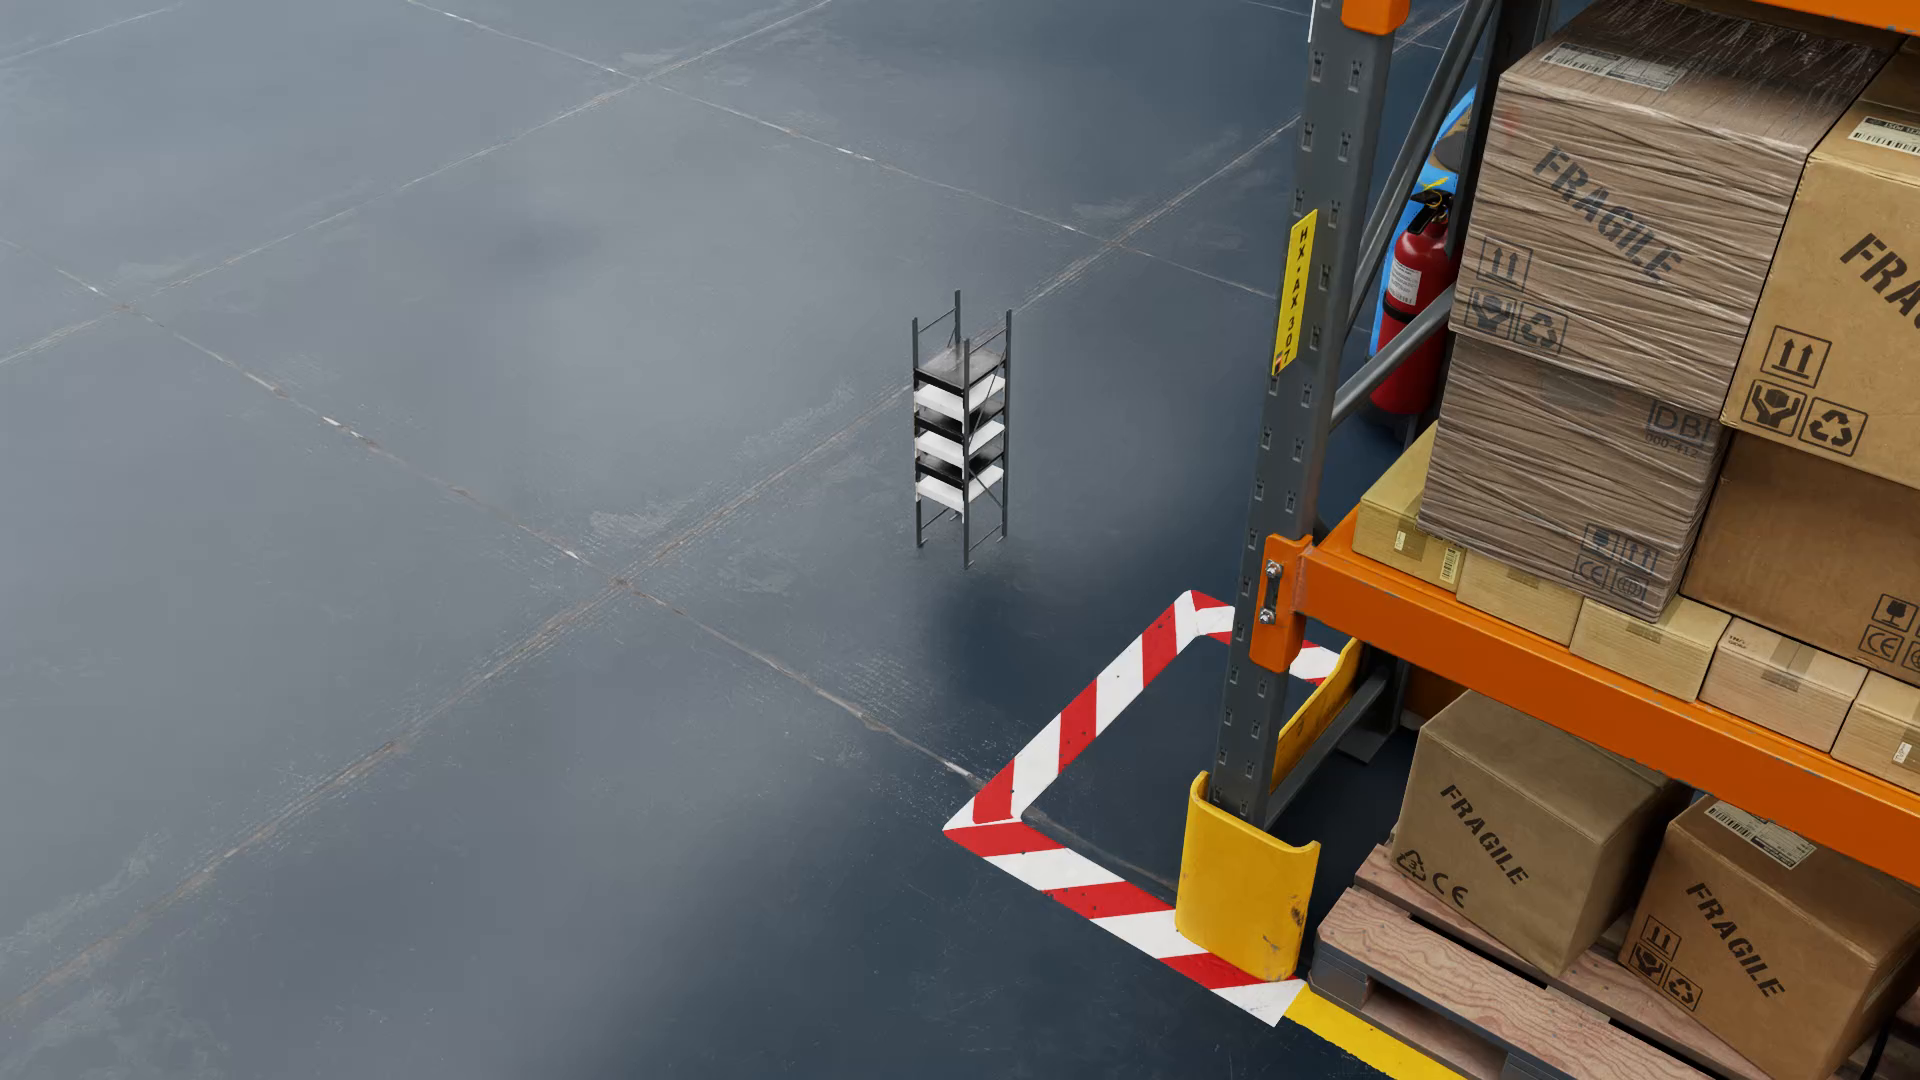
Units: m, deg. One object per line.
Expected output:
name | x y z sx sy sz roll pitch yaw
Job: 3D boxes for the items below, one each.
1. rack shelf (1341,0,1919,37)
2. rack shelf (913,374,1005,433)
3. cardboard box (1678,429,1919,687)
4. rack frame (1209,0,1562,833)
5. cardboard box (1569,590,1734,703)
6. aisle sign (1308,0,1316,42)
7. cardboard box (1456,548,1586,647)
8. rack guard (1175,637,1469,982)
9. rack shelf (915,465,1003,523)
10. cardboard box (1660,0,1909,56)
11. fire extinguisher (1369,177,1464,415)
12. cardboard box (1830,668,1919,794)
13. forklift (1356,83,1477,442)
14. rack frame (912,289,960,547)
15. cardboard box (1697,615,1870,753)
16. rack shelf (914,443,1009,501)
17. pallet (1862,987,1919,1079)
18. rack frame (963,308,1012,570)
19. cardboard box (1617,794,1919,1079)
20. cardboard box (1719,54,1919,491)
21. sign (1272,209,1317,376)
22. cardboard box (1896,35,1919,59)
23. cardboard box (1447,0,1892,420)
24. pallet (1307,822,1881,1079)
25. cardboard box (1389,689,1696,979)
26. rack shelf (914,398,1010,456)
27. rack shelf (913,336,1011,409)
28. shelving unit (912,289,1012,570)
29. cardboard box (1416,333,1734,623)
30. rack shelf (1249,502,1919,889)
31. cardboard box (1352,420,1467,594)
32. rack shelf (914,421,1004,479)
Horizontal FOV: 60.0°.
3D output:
rack shelf | 2.567 -0.551 2.170 4.000 0.370 1.077 25 45 29
rack shelf | 0.006 -0.467 5.378 0.200 0.077 0.258 25 45 29
cardboard box | 1.869 -0.210 3.263 0.500 0.500 0.875 25 45 29
rack frame | 0.979 -0.402 3.830 0.127 3.000 1.000 25 45 29
cardboard box | 1.437 0.125 3.361 0.250 0.149 0.380 25 45 29
aisle sign | 0.747 -1.302 2.871 0.004 0.787 0.394 25 45 29
cardboard box | 1.247 0.024 3.490 0.250 0.149 0.380 25 45 29
rack guard | 1.039 0.611 4.564 0.348 0.500 1.175 25 45 29
rack shelf | 0.006 -0.183 5.600 0.200 0.077 0.258 25 45 29
cardboard box | 1.566 -0.867 3.291 0.500 0.500 0.500 25 45 29
fire extinguisher | 1.168 -0.640 4.197 0.183 0.674 0.296 25 45 29
cardboard box | 1.842 0.305 3.131 0.250 0.149 0.380 25 45 29
forklift | 3.020 -1.363 5.114 3.031 2.935 1.130 20 42 24
rack frame | -0.074 -0.389 5.517 0.006 0.900 0.240 25 45 29
cardboard box | 1.648 0.208 3.255 0.250 0.149 0.380 25 45 29
rack shelf | 0.006 -0.254 5.545 0.200 0.077 0.258 25 45 29
pallet | 2.628 1.503 3.659 1.213 0.211 1.003 25 45 29
rack frame | 0.087 -0.313 5.420 0.006 0.900 0.240 25 45 29
cardboard box | 1.960 0.866 3.897 0.500 0.500 0.500 -25 45 -29
cardboard box | 1.643 -0.422 2.722 0.500 0.500 0.500 25 45 29
sign | 0.649 -0.477 3.224 0.005 0.325 0.100 25 45 29
cardboard box | 1.966 -0.683 3.055 0.500 0.500 0.500 25 45 29
cardboard box | 1.250 -0.613 2.966 0.500 0.500 0.500 25 45 29
pallet | 1.663 1.046 4.243 1.213 0.211 1.003 25 45 29
cardboard box | 1.465 0.659 4.162 0.500 0.500 0.500 -29 46 -32
rack shelf | 0.006 -0.396 5.434 0.200 0.077 0.258 25 45 29
rack shelf | 0.006 -0.538 5.323 0.200 0.077 0.258 25 45 29
shelving unit | 0.006 -0.351 5.469 0.210 0.900 0.258 25 45 29
cardboard box | 1.399 -0.339 3.427 0.500 0.500 0.875 25 45 29
rack shelf | 2.567 0.630 3.095 4.000 0.370 1.077 25 45 29
cardboard box | 1.060 -0.079 3.622 0.250 0.149 0.380 25 45 29
rack shelf | 0.006 -0.325 5.489 0.200 0.077 0.258 25 45 29
